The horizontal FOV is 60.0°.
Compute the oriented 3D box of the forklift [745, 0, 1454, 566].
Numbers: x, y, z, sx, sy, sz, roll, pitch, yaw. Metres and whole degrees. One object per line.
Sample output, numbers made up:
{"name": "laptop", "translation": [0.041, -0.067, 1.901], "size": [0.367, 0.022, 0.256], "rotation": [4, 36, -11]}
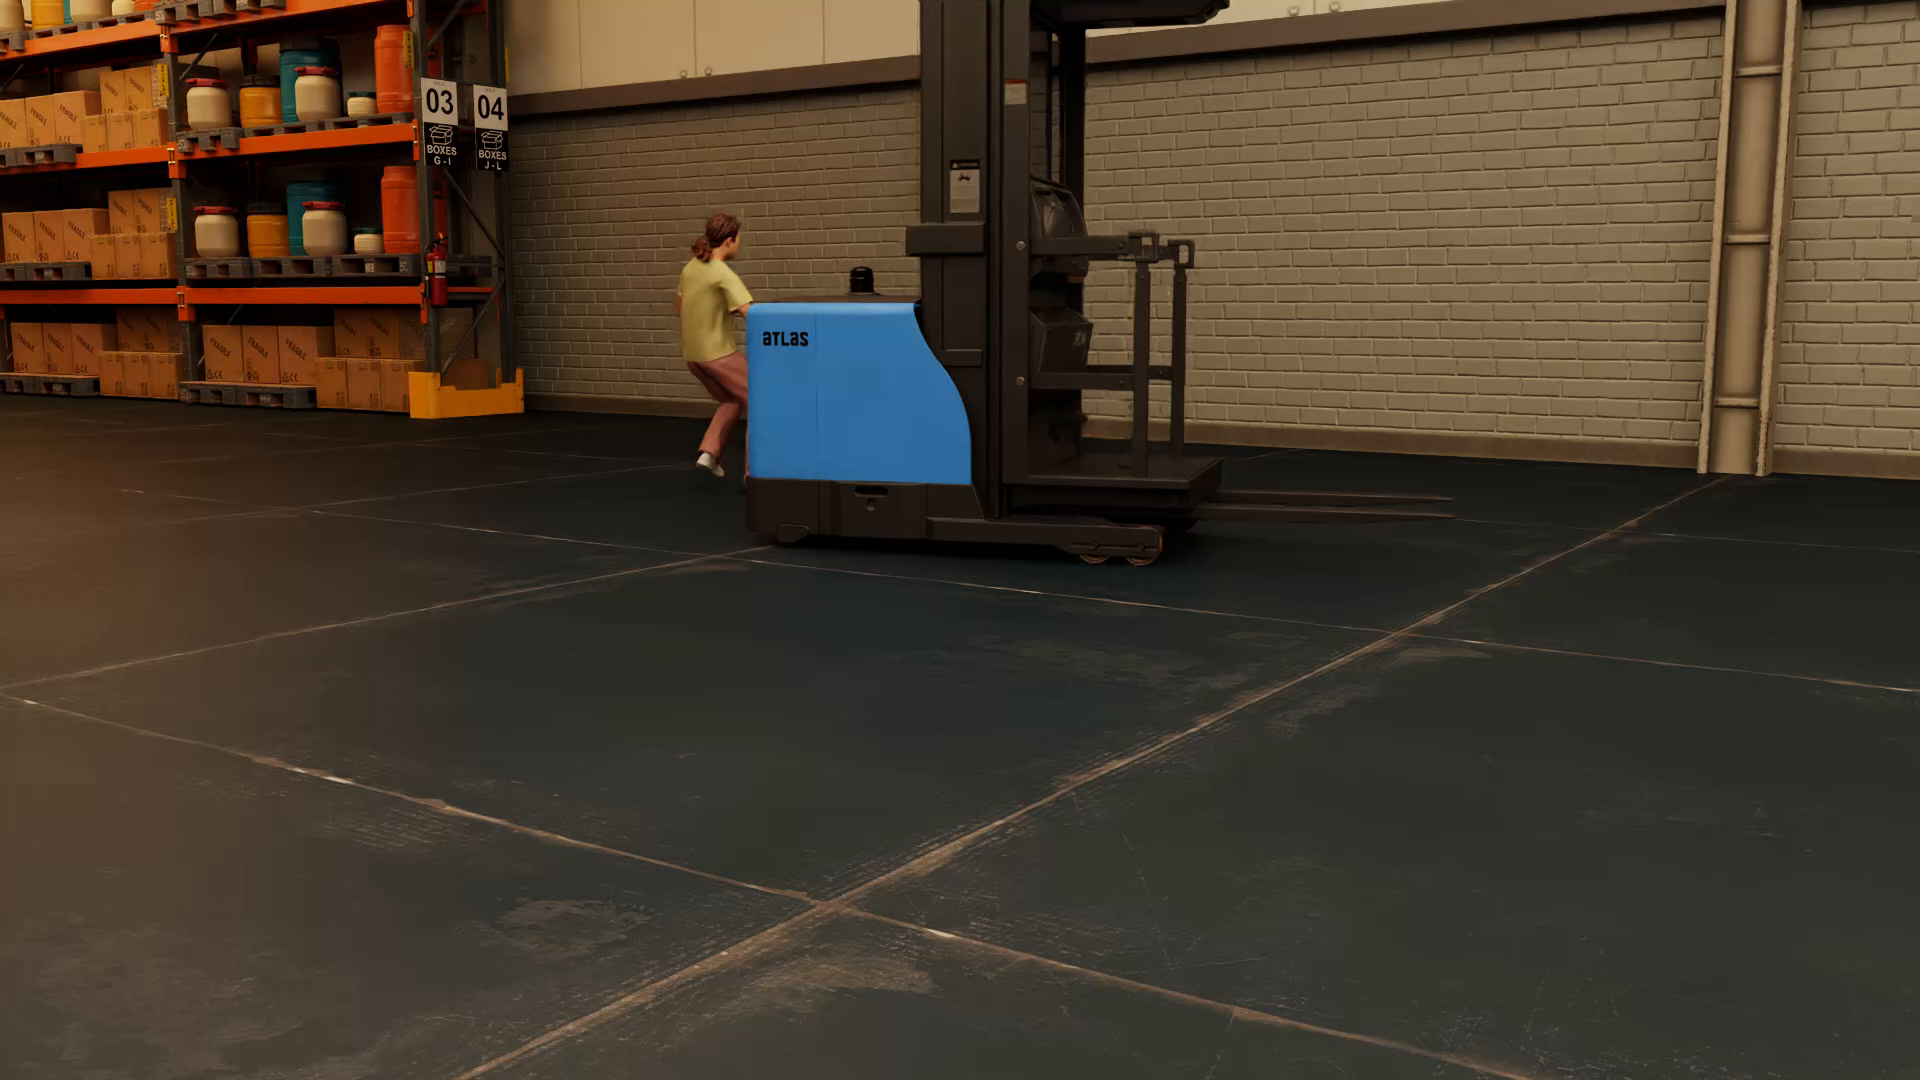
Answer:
{"name": "forklift", "translation": [0.622, -1.428, 7.234], "size": [3.031, 2.935, 1.130], "rotation": [2, 8, 16]}

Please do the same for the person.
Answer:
{"name": "person", "translation": [-1.306, -1.061, 9.467], "size": [0.484, 1.572, 0.692], "rotation": [-8, 11, -44]}
